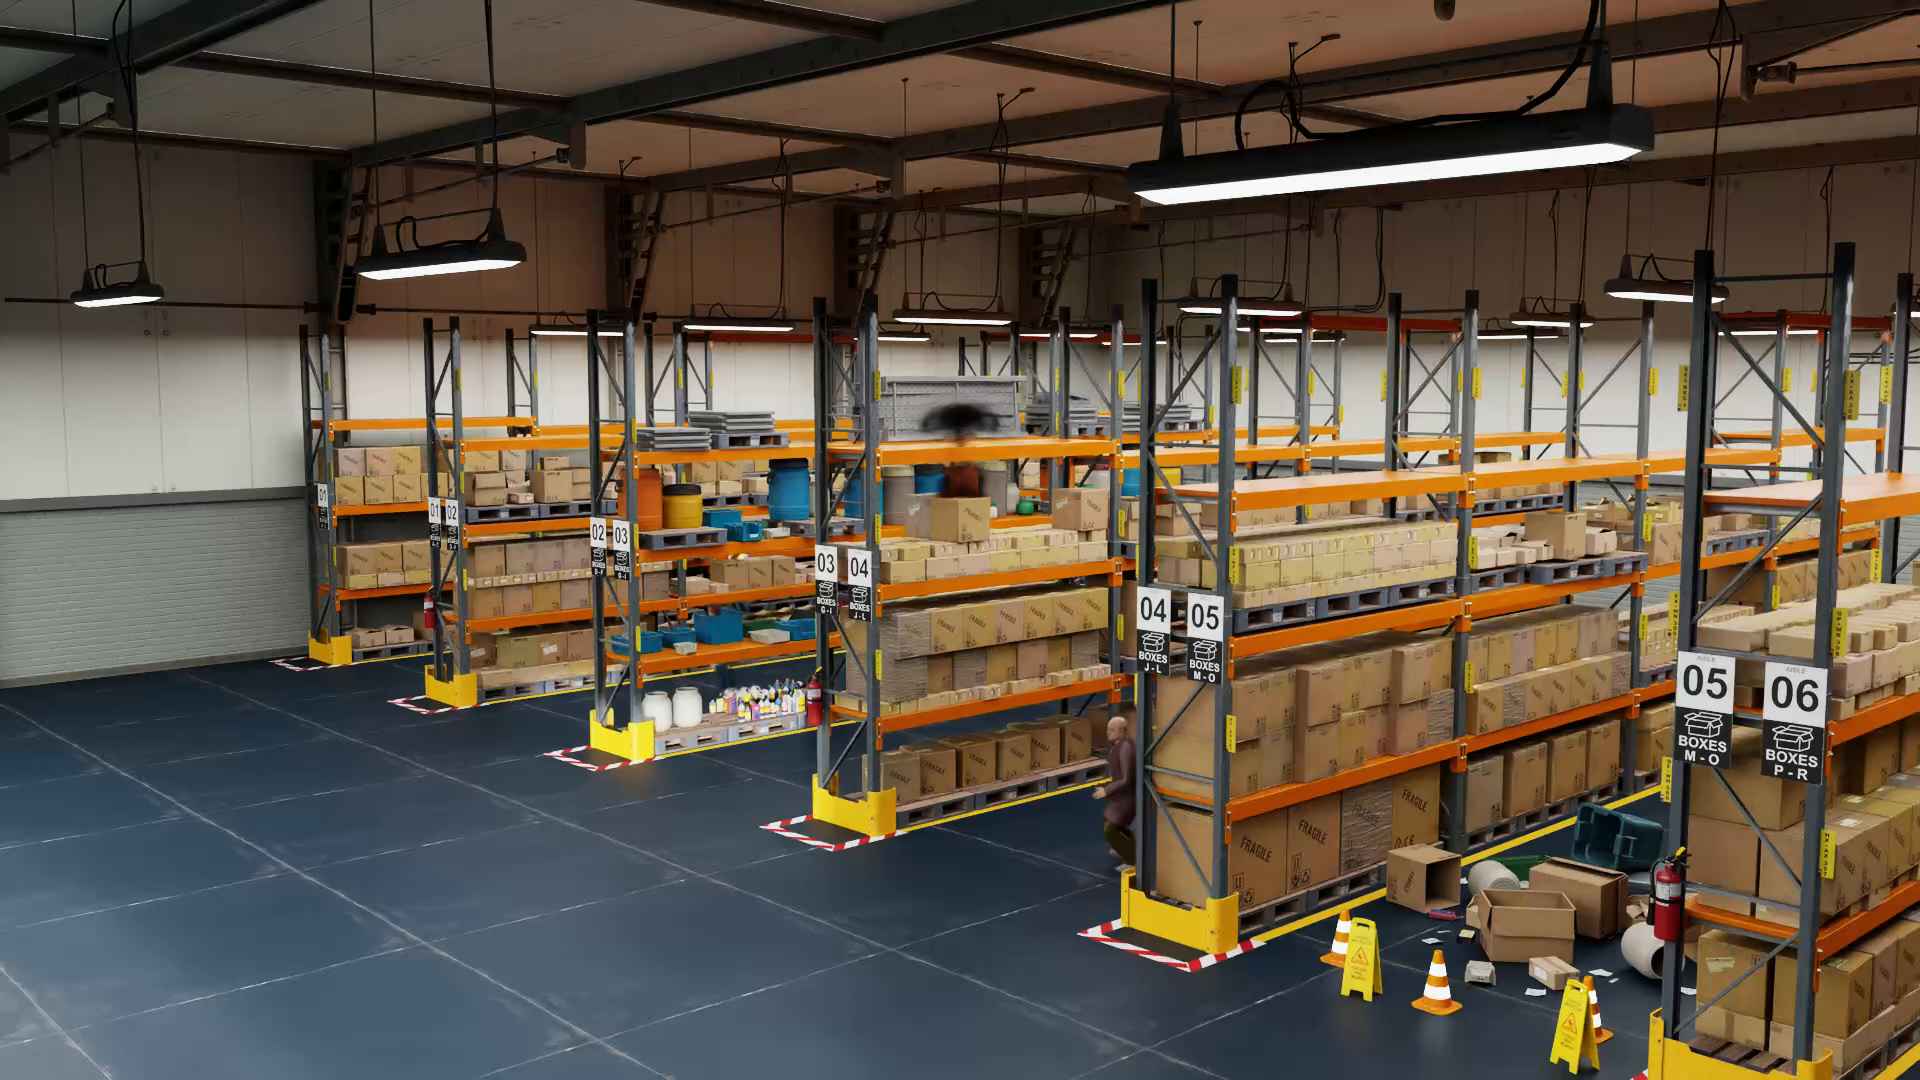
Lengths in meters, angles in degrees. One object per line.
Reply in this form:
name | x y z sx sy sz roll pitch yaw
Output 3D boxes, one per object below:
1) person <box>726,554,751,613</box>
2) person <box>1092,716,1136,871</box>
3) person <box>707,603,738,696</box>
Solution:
person | -4.484 0.915 33.446 0.657 1.811 0.832 5 8 42
person | 1.645 2.730 17.149 0.604 1.516 0.957 0 6 0
person | -3.783 1.741 26.344 0.543 1.517 0.889 3 6 27
